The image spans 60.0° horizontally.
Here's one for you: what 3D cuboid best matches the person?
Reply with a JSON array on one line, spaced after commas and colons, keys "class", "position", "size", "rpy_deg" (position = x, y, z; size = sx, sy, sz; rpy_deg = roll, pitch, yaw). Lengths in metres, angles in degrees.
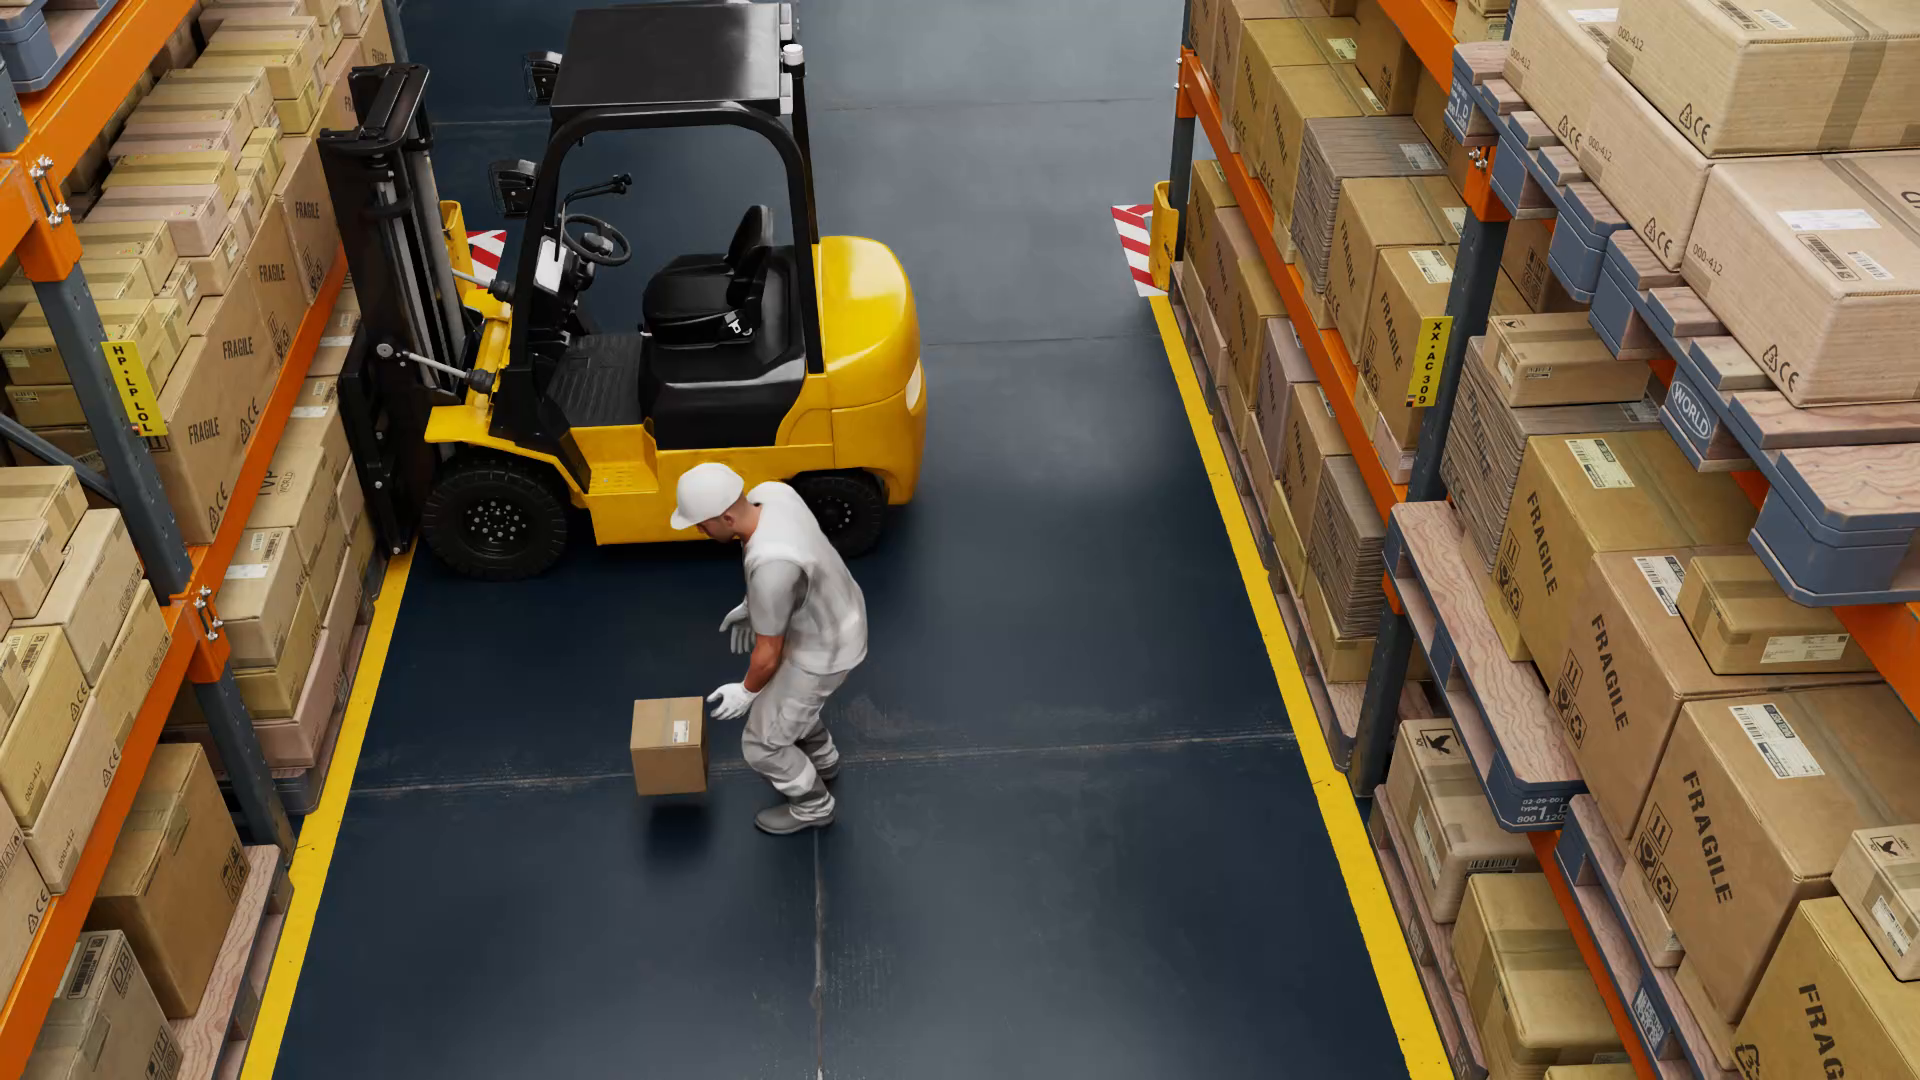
[{"class": "person", "position": [-0.631, 0.382, 5.809], "size": [0.625, 1.604, 0.572], "rpy_deg": [-3, 39, -3]}]
